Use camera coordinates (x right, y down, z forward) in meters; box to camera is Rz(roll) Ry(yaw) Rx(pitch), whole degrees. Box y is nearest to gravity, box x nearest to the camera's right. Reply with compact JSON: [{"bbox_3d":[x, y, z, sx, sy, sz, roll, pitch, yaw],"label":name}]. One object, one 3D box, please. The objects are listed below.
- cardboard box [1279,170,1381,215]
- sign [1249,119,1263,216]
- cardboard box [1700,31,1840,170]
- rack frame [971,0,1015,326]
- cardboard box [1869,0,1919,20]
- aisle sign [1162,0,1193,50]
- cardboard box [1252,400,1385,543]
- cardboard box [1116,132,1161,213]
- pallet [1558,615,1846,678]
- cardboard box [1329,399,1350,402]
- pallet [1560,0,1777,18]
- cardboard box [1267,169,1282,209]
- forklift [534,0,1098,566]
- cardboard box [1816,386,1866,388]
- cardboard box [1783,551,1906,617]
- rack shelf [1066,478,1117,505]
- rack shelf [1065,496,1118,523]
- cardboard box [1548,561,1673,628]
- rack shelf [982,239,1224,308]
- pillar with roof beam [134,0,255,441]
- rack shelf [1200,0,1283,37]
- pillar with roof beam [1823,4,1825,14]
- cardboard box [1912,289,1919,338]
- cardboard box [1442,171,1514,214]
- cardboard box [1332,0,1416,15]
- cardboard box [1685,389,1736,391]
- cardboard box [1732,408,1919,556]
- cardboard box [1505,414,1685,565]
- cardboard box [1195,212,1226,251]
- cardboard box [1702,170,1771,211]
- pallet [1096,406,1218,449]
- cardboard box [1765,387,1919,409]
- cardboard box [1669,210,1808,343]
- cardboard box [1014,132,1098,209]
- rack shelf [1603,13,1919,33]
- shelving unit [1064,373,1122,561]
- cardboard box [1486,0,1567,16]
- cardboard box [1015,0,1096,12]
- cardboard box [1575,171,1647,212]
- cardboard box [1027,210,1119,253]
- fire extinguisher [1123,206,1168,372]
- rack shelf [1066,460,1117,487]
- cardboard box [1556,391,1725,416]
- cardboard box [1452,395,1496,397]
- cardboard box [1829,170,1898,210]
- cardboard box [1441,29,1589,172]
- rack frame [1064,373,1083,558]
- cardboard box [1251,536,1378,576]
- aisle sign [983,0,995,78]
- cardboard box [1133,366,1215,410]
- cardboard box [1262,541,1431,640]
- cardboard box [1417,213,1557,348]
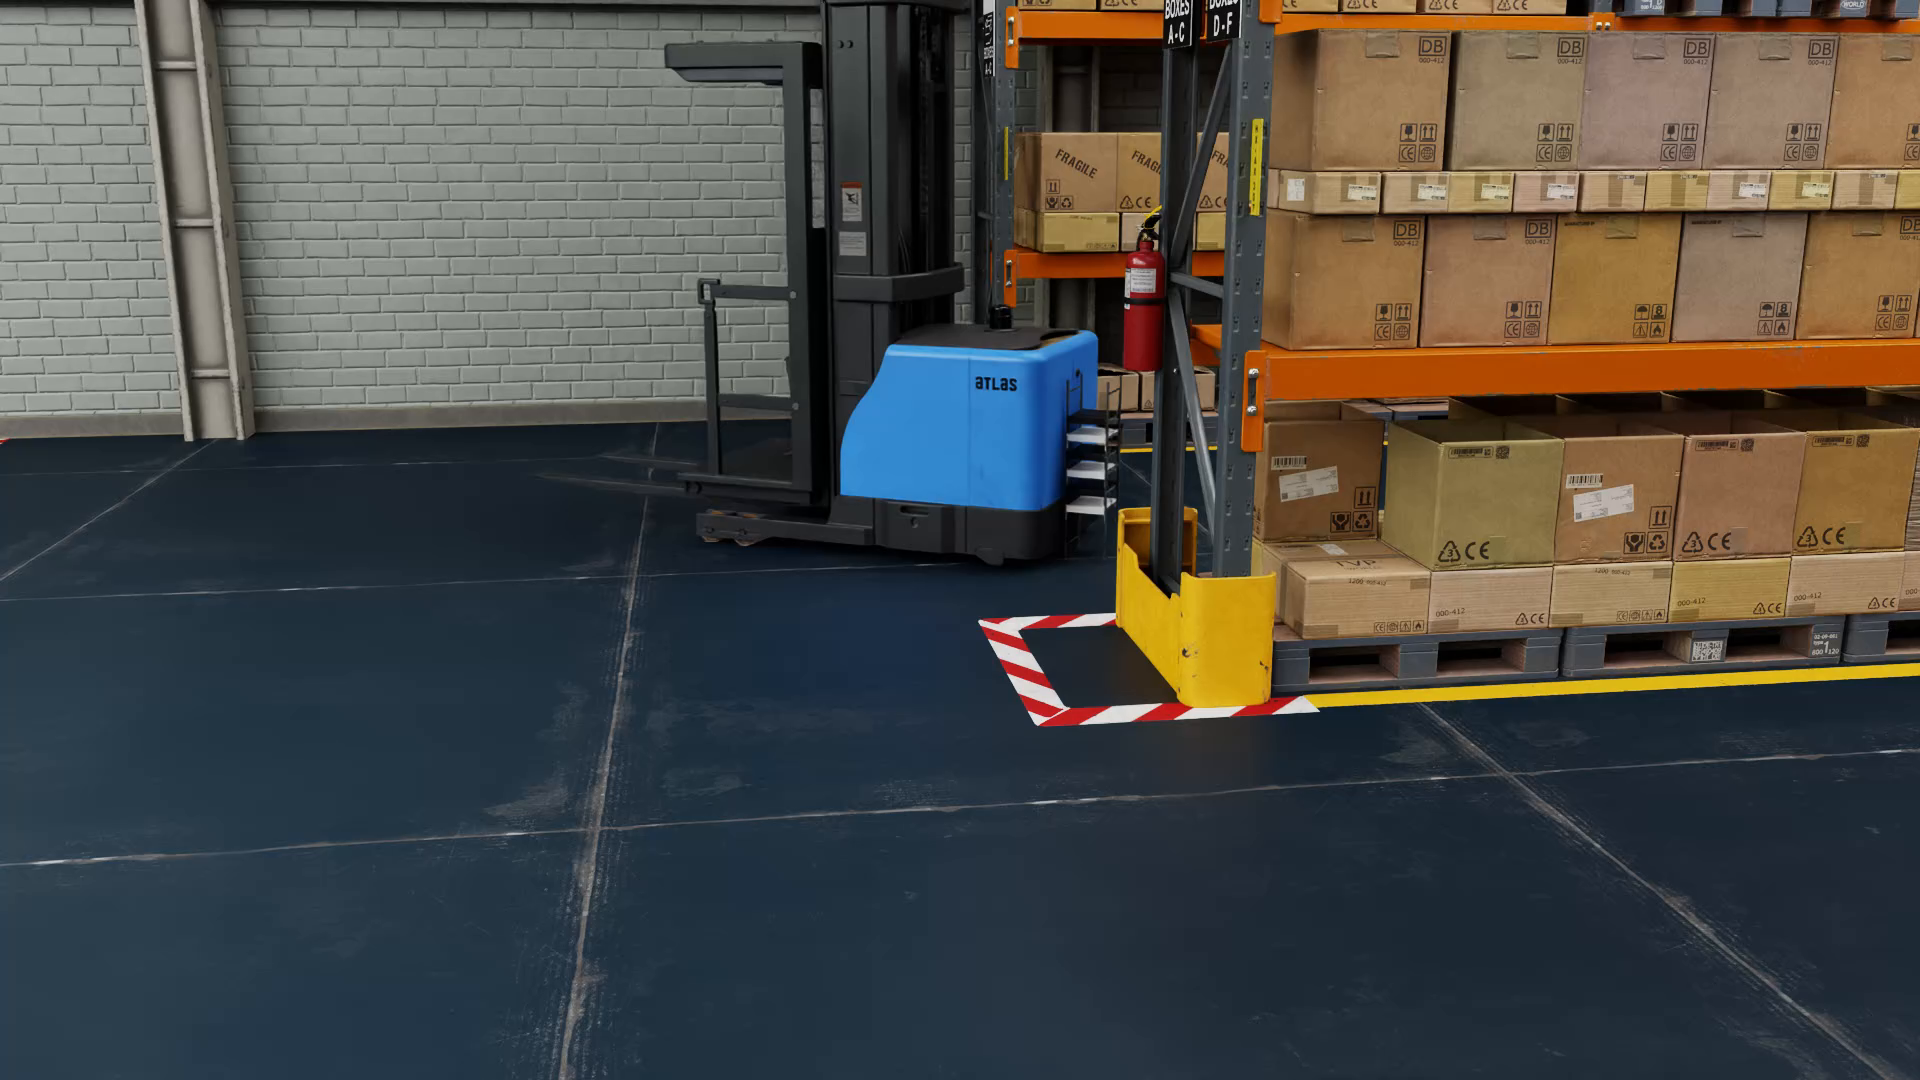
[{"bbox_3d":[1.372,-1.297,6.190,0.250,0.149,0.380,-2,14,-9],"label":"cardboard box"},{"bbox_3d":[1.029,-1.296,5.783,0.005,0.325,0.100,-2,14,-8],"label":"sign"},{"bbox_3d":[2.981,-1.722,6.551,0.500,0.500,0.700,-2,14,-8],"label":"cardboard box"},{"bbox_3d":[0.211,-2.163,11.182,0.127,3.000,1.000,-2,14,-8],"label":"rack frame"},{"bbox_3d":[6.826,-3.943,11.859,0.637,0.503,0.797,0,14,0],"label":"cardboard box"},{"bbox_3d":[0.844,-2.301,6.387,0.004,0.787,0.394,-2,14,-8],"label":"aisle sign"},{"bbox_3d":[1.438,-0.297,6.986,0.500,0.500,0.500,-2,14,-8],"label":"cardboard box"},{"bbox_3d":[1.218,-2.425,10.949,0.500,0.500,0.500,-2,14,-8],"label":"cardboard box"},{"bbox_3d":[2.906,0.299,7.094,1.213,0.211,1.003,-2,14,-8],"label":"pallet"},{"bbox_3d":[2.581,-1.086,11.841,0.250,0.149,0.380,-3,14,-13],"label":"cardboard box"},{"bbox_3d":[4.792,-3.669,11.405,1.003,0.211,1.213,-2,14,-8],"label":"pallet"},{"bbox_3d":[1.302,-1.395,6.578,0.250,0.149,0.380,-2,14,-9],"label":"cardboard box"},{"bbox_3d":[-0.835,-1.502,8.684,3.031,2.935,1.130,5,15,21],"label":"forklift"},{"bbox_3d":[6.403,-1.400,12.372,0.500,0.500,0.700,-2,14,-9],"label":"cardboard box"},{"bbox_3d":[3.494,0.120,6.866,0.500,0.250,0.500,-2,14,-8],"label":"cardboard box"},{"bbox_3d":[0.666,-0.246,8.361,0.200,0.077,0.258,5,15,21],"label":"rack shelf"},{"bbox_3d":[0.666,-0.159,8.383,0.200,0.077,0.258,5,15,21],"label":"rack shelf"},{"bbox_3d":[2.504,0.155,6.726,0.500,0.250,0.500,-2,14,-8],"label":"cardboard box"},{"bbox_3d":[2.188,-1.887,11.558,4.000,0.370,1.077,-2,14,-8],"label":"rack shelf"},{"bbox_3d":[-4.518,-4.054,6.387,0.400,9.000,9.100,-2,14,-8],"label":"pillar with roof beam"},{"bbox_3d":[2.930,-2.150,6.442,4.000,0.370,1.077,-2,14,-8],"label":"rack shelf"},{"bbox_3d":[7.348,-4.489,8.121,0.400,9.000,9.100,-2,14,-8],"label":"pillar with roof beam"},{"bbox_3d":[3.949,-1.127,6.844,0.500,0.500,0.700,-2,14,-9],"label":"cardboard box"},{"bbox_3d":[1.880,-1.316,6.265,0.250,0.149,0.380,-2,14,-8],"label":"cardboard box"},{"bbox_3d":[2.659,-3.699,10.893,0.500,0.500,0.500,-3,14,-11],"label":"cardboard box"},{"bbox_3d":[5.395,-1.371,12.255,0.500,0.500,0.700,-2,14,-9],"label":"cardboard box"},{"bbox_3d":[3.492,-0.247,6.787,0.500,0.500,0.500,-2,14,-8],"label":"cardboard box"},{"bbox_3d":[2.502,-0.211,6.646,0.500,0.500,0.500,-2,14,-8],"label":"cardboard box"},{"bbox_3d":[1.756,-2.081,11.120,0.500,0.250,0.500,-2,14,-9],"label":"cardboard box"},{"bbox_3d":[2.893,-1.353,6.411,0.250,0.149,0.380,-2,14,-8],"label":"cardboard box"},{"bbox_3d":[1.094,-0.834,11.615,1.213,0.211,1.003,-2,14,-8],"label":"pallet"},{"bbox_3d":[3.909,-0.389,7.354,0.500,0.500,0.500,-2,14,-8],"label":"cardboard box"},{"bbox_3d":[2.946,-1.091,6.700,0.500,0.500,0.700,-2,14,-7],"label":"cardboard box"},{"bbox_3d":[0.645,-2.532,11.378,0.500,0.500,0.500,-2,14,-9],"label":"cardboard box"},{"bbox_3d":[6.144,-3.487,11.771,4.000,0.370,1.077,-2,14,-8],"label":"rack shelf"},{"bbox_3d":[0.666,-0.366,8.331,0.210,0.900,0.258,5,15,21],"label":"shelving unit"},{"bbox_3d":[3.701,-3.744,11.070,0.500,0.500,0.500,-2,14,-7],"label":"cardboard box"},{"bbox_3d":[0.579,-3.628,10.611,0.500,0.500,0.500,-2,14,-7],"label":"cardboard box"},{"bbox_3d":[2.393,-1.335,6.341,0.250,0.149,0.380,-3,14,-10],"label":"cardboard box"},{"bbox_3d":[0.741,-2.042,10.963,0.500,0.250,0.500,-3,14,-10],"label":"cardboard box"},{"bbox_3d":[0.766,-1.042,6.869,0.183,0.674,0.296,-2,14,-8],"label":"fire extinguisher"},{"bbox_3d":[0.666,-0.334,8.339,0.200,0.077,0.258,5,15,21],"label":"rack shelf"},{"bbox_3d":[2.920,-0.354,7.215,0.500,0.500,0.500,-2,14,-8],"label":"cardboard box"},{"bbox_3d":[3.641,-1.121,11.945,0.250,0.166,0.380,-4,15,-16],"label":"cardboard box"},{"bbox_3d":[3.415,-1.373,6.491,0.250,0.149,0.380,-2,14,-7],"label":"cardboard box"},{"bbox_3d":[1.987,-1.686,6.405,0.500,0.500,0.700,-2,14,-10],"label":"cardboard box"},{"bbox_3d":[0.572,-0.375,8.367,0.006,0.900,0.240,5,15,21],"label":"rack frame"},{"bbox_3d":[1.439,0.068,7.075,0.500,0.250,0.500,-2,14,-8],"label":"cardboard box"},{"bbox_3d":[0.184,-3.350,10.567,0.004,0.787,0.394,-2,14,-8],"label":"aisle sign"},{"bbox_3d":[1.472,-1.097,11.551,0.500,0.311,0.500,-1,14,-4],"label":"cardboard box"},{"bbox_3d":[1.516,0.192,6.578,0.500,0.250,0.500,-2,14,-8],"label":"cardboard box"},{"bbox_3d":[1.934,-1.054,6.554,0.500,0.500,0.700,-2,14,-7],"label":"cardboard box"}]
